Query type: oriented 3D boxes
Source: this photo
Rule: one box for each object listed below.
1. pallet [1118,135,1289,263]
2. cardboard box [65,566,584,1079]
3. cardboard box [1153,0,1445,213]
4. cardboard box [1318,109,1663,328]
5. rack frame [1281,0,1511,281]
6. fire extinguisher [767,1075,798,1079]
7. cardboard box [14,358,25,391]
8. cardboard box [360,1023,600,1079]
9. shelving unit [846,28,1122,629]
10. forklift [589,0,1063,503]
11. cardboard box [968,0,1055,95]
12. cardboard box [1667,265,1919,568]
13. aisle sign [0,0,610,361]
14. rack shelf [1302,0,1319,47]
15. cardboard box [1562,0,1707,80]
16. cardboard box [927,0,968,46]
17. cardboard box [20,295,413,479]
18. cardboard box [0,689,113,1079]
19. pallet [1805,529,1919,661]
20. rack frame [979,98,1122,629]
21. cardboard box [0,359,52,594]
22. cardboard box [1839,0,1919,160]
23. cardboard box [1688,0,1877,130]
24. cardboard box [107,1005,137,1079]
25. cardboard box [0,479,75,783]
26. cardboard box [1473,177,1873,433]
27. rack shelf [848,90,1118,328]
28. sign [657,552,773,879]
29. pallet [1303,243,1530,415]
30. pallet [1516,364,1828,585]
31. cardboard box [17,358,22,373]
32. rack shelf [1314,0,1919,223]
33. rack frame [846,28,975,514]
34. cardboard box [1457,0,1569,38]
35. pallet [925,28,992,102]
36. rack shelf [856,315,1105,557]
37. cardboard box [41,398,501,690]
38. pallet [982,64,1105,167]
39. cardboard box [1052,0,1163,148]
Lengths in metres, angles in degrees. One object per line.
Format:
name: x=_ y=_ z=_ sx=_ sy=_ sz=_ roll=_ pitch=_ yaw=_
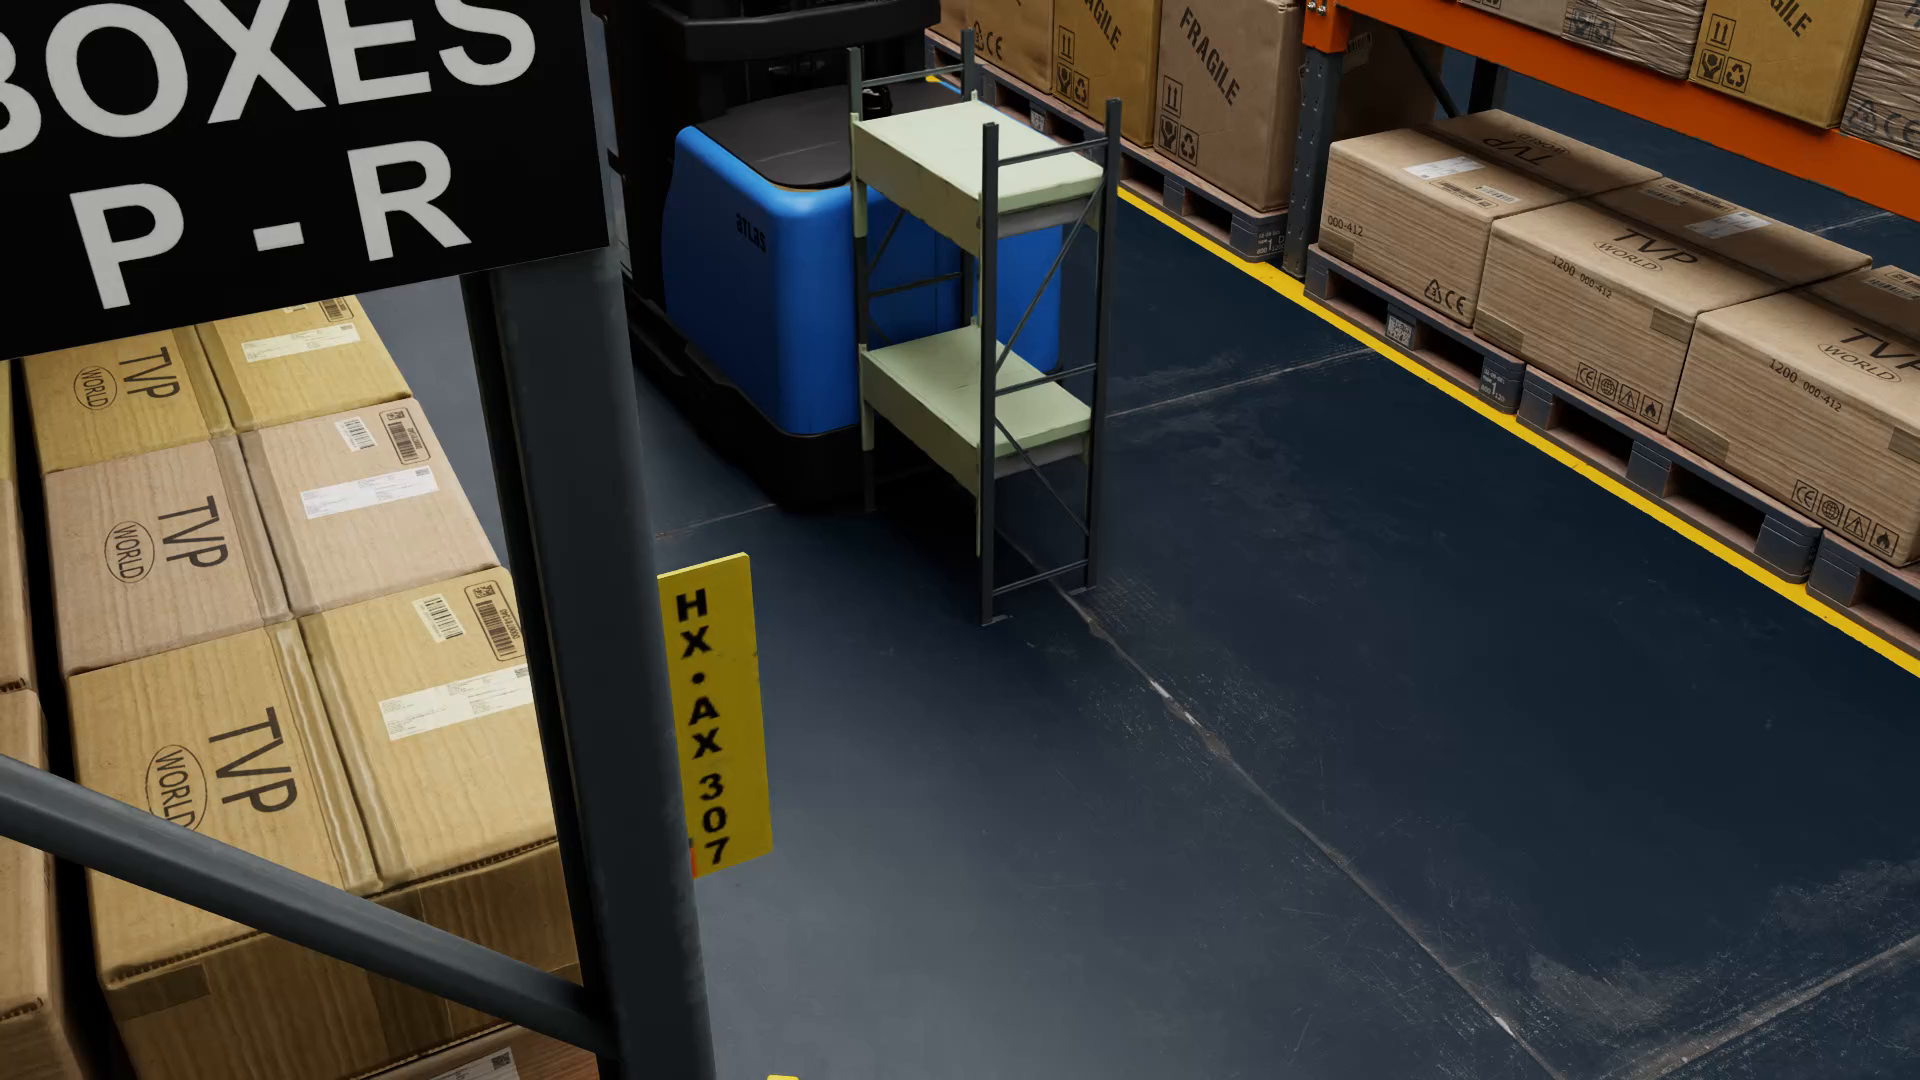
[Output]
pallet: x=1.402 y=-1.674 z=7.666 sx=1.003 sy=0.211 sz=1.213 roll=-16 pitch=36 yaw=-23
cardboard box: x=-0.669 y=0.314 z=1.842 sx=0.500 sy=0.250 sz=0.500 roll=-16 pitch=36 yaw=-23
cardboard box: x=1.468 y=-2.056 z=7.259 sx=0.875 sy=0.875 sz=0.875 roll=-15 pitch=35 yaw=-22
cardboard box: x=2.026 y=-1.270 z=6.437 sx=0.875 sy=0.438 sz=0.875 roll=-16 pitch=36 yaw=-24
rack frame: x=1.828 y=-2.498 z=6.369 sx=1.000 sy=3.000 sz=0.127 roll=-16 pitch=36 yaw=-23
fire extinguisher: x=-0.219 y=0.804 z=1.631 sx=0.296 sy=0.674 sz=0.183 roll=-16 pitch=36 yaw=-23
cardboard box: x=-1.855 y=-0.288 z=2.782 sx=0.500 sy=0.250 sz=0.500 roll=-16 pitch=36 yaw=-23
cardboard box: x=-0.607 y=0.541 z=1.858 sx=0.380 sy=0.149 sz=0.250 roll=-16 pitch=36 yaw=-23
shelving unit: x=0.048 y=-0.604 z=4.802 sx=0.431 sy=1.500 sz=0.755 roll=-17 pitch=37 yaw=-25
forklift: x=-0.828 y=-2.119 z=5.840 sx=1.130 sy=2.935 sz=3.031 roll=-17 pitch=37 yaw=-25
cardboard box: x=0.624 y=-2.912 z=8.595 sx=0.875 sy=0.875 sz=0.875 roll=-15 pitch=36 yaw=-23
cardboard box: x=2.863 y=-0.412 z=5.098 sx=0.875 sy=0.438 sz=0.875 roll=-15 pitch=36 yaw=-22
aisle sign: x=-0.405 y=-0.475 z=0.801 sx=0.394 sy=0.787 sz=0.004 roll=-16 pitch=36 yaw=-23
rack shelf: x=0.896 y=-3.150 z=8.053 sx=1.077 sy=0.370 sz=4.000 roll=-16 pitch=36 yaw=-23
cardboard box: x=2.273 y=-1.771 z=5.140 sx=0.500 sy=0.500 sz=0.500 roll=-16 pitch=36 yaw=-23
cardboard box: x=0.212 y=-3.339 z=9.261 sx=0.875 sy=0.875 sz=0.875 roll=-16 pitch=36 yaw=-24
cardboard box: x=-1.144 y=-0.167 z=2.594 sx=0.500 sy=0.250 sz=0.500 roll=-17 pitch=36 yaw=-24
cardboard box: x=-1.145 y=0.446 z=1.637 sx=0.500 sy=0.250 sz=0.500 roll=-15 pitch=36 yaw=-22
pallet: x=3.251 y=0.223 z=4.707 sx=1.003 sy=0.211 sz=1.213 roll=-16 pitch=36 yaw=-23
rack frame: x=0.233 y=-0.433 z=4.536 sx=0.400 sy=1.500 sz=0.023 roll=-17 pitch=37 yaw=-25
cardboard box: x=-1.611 y=-0.038 z=2.392 sx=0.500 sy=0.250 sz=0.500 roll=-15 pitch=35 yaw=-22
cardboard box: x=2.765 y=-1.281 z=4.377 sx=0.500 sy=0.500 sz=0.500 roll=-15 pitch=36 yaw=-22
cardboard box: x=2.513 y=-1.525 z=4.757 sx=0.500 sy=0.500 sz=0.500 roll=-15 pitch=35 yaw=-22
cardboard box: x=-1.152 y=0.539 z=1.860 sx=0.380 sy=0.149 sz=0.250 roll=-15 pitch=35 yaw=-22
cardboard box: x=-1.385 y=0.200 z=2.021 sx=0.500 sy=0.250 sz=0.500 roll=-16 pitch=36 yaw=-23
cardboard box: x=2.444 y=-0.843 z=5.770 sx=0.875 sy=0.438 sz=0.875 roll=-17 pitch=36 yaw=-24
rack shelf: x=0.048 y=-0.932 z=4.591 sx=0.431 sy=0.370 sz=0.720 roll=-17 pitch=37 yaw=-25
sign: x=-0.216 y=0.160 z=1.418 sx=0.100 sy=0.325 sz=0.005 roll=-16 pitch=36 yaw=-23
pallet: x=2.114 y=-0.942 z=6.524 sx=1.003 sy=0.211 sz=1.213 roll=-16 pitch=36 yaw=-23
pallet: x=2.686 y=-0.359 z=5.614 sx=1.003 sy=0.211 sz=1.213 roll=-16 pitch=36 yaw=-23
cardboard box: x=-1.401 y=-0.406 z=2.966 sx=0.500 sy=0.250 sz=0.500 roll=-17 pitch=36 yaw=-24
rack shelf: x=2.761 y=-1.241 z=5.073 sx=1.077 sy=0.370 sz=4.000 roll=-16 pitch=36 yaw=-23
rack frame: x=-0.136 y=-0.774 z=5.068 sx=0.400 sy=1.500 sz=0.023 roll=-17 pitch=37 yaw=-25
cardboard box: x=2.046 y=-2.009 z=5.513 sx=0.500 sy=0.500 sz=0.500 roll=-16 pitch=36 yaw=-23
pallet: x=0.264 y=-2.838 z=9.484 sx=1.003 sy=0.211 sz=1.213 roll=-16 pitch=36 yaw=-23
rack shelf: x=0.048 y=-0.329 z=4.978 sx=0.431 sy=0.370 sz=0.720 roll=-17 pitch=37 yaw=-25
cardboard box: x=-0.905 y=0.074 z=2.217 sx=0.500 sy=0.250 sz=0.500 roll=-15 pitch=36 yaw=-23
pallet: x=0.829 y=-2.256 z=8.576 sx=1.003 sy=0.211 sz=1.213 roll=-16 pitch=36 yaw=-23
cardboard box: x=1.040 y=-2.485 z=7.929 sx=0.875 sy=0.875 sz=0.875 roll=-15 pitch=36 yaw=-22
